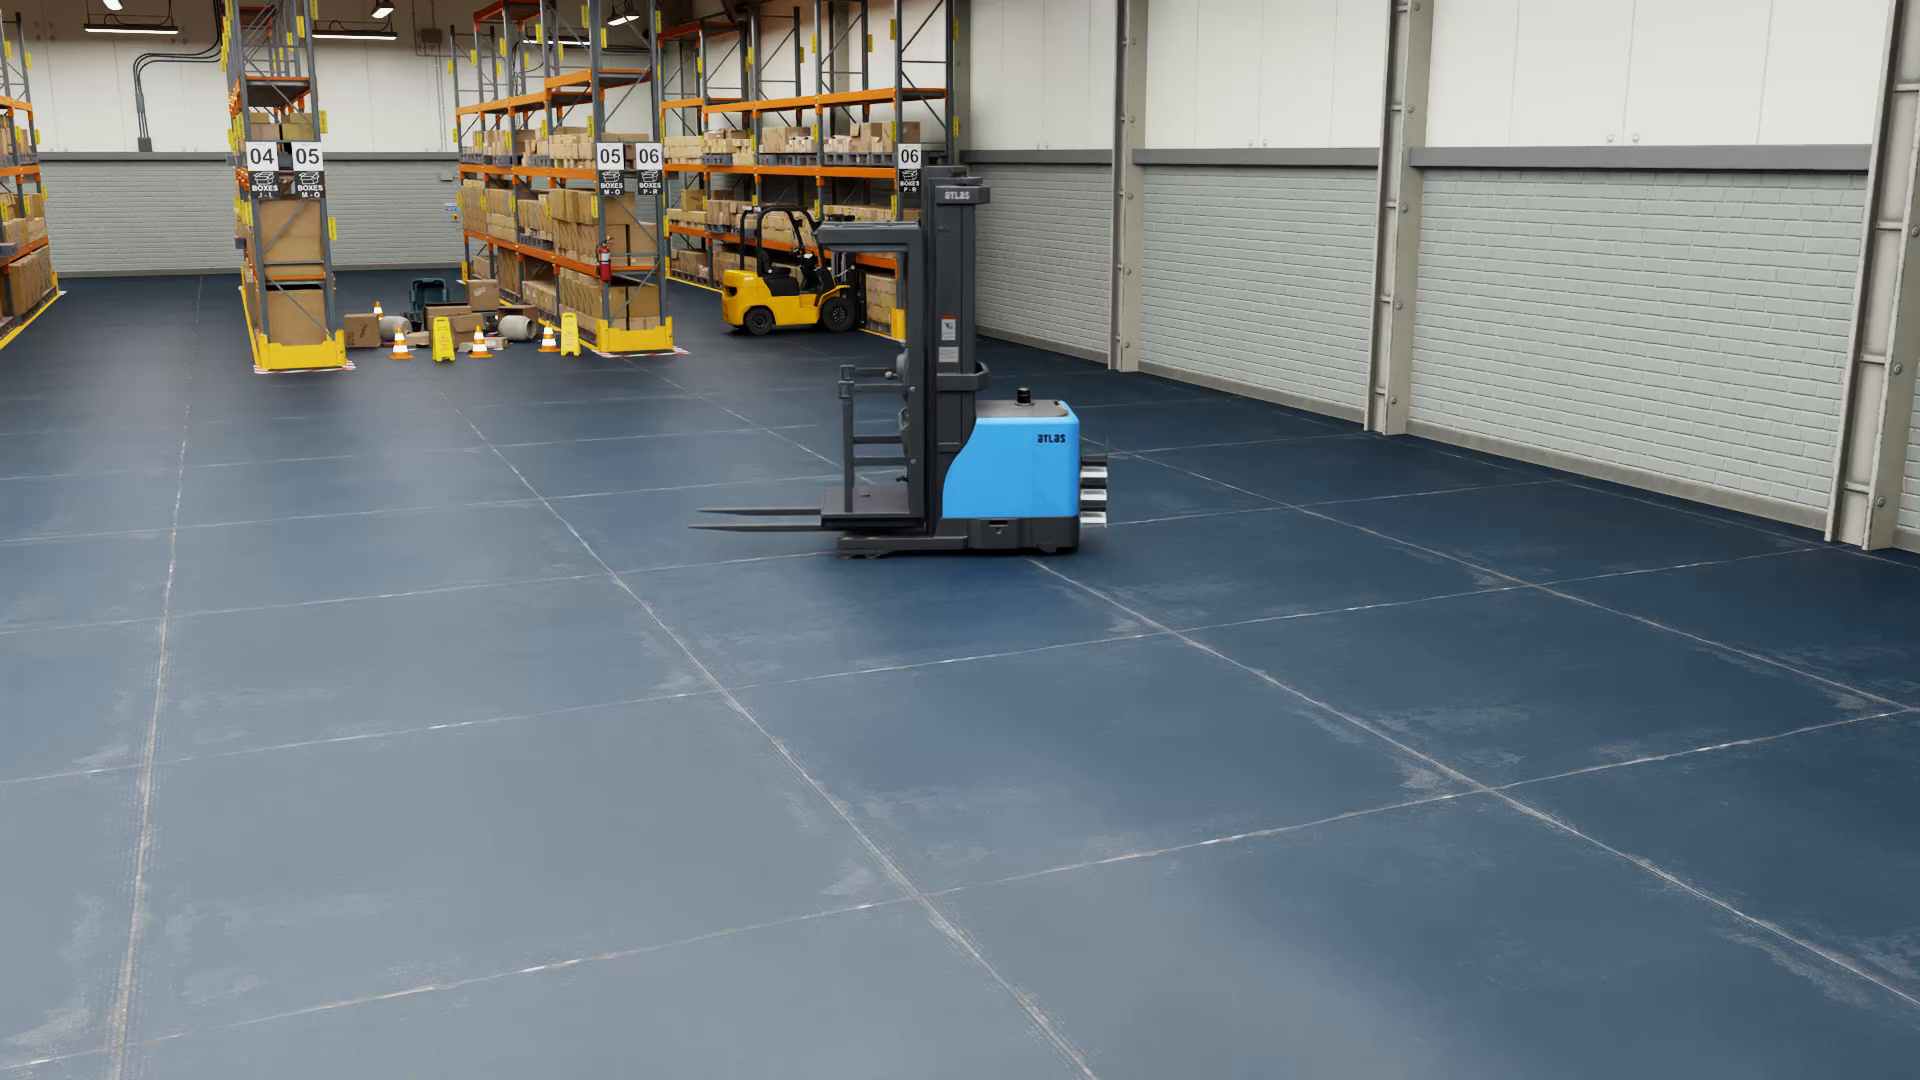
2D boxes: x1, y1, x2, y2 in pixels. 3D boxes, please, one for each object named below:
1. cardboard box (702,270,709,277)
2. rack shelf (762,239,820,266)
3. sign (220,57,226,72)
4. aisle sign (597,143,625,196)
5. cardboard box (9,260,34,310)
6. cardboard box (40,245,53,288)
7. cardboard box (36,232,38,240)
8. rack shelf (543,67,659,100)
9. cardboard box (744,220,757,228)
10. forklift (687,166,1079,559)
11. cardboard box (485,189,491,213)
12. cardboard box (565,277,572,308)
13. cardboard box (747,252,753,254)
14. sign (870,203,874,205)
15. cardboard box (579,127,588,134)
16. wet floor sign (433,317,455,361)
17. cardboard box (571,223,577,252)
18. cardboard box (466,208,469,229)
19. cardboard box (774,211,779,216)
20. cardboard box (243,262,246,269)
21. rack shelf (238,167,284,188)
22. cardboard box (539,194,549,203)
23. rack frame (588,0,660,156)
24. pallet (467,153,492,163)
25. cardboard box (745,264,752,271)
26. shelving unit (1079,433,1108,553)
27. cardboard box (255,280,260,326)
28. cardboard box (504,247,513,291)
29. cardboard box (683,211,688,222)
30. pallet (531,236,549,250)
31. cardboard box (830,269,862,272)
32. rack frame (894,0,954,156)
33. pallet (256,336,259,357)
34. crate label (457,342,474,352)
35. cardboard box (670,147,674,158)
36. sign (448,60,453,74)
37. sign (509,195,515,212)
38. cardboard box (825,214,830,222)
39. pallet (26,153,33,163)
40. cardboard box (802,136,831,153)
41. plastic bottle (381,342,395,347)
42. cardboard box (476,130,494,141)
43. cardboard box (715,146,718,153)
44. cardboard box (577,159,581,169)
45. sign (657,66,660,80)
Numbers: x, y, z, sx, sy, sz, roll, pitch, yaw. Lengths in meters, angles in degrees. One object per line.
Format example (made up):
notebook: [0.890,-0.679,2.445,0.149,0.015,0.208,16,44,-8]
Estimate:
cardboard box: [-5.888,-6.313,39.384,0.380,0.149,0.250,-6,14,-25]
rack shelf: [-2.992,-5.818,33.452,1.077,0.370,4.000,-6,14,-23]
sign: [-16.537,-10.685,37.333,0.100,0.325,0.005,-6,14,-23]
aisle sign: [-5.376,-5.708,25.613,0.394,0.787,0.004,-6,14,-23]
cardboard box: [-18.028,-4.737,30.963,1.225,0.875,0.875,-6,14,-23]
cardboard box: [-20.295,-5.935,36.142,0.875,0.875,0.875,-6,14,-23]
cardboard box: [-19.356,-6.301,34.498,0.380,0.149,0.250,-5,14,-22]
rack shelf: [-5.937,-7.464,27.265,1.077,0.370,4.000,-6,14,-23]
cardboard box: [-4.408,-6.765,35.574,0.380,0.149,0.250,-5,14,-22]
forklift: [-0.613,-1.405,12.939,3.031,2.935,1.130,-1,13,-3]
cardboard box: [-10.030,-7.378,36.157,0.500,0.500,0.500,-5,14,-22]
cardboard box: [-6.524,-4.281,28.718,0.500,0.500,0.500,-5,14,-21]
cardboard box: [-4.642,-6.507,38.008,0.380,0.149,0.250,-6,14,-26]
sign: [-1.683,-6.266,31.697,0.100,0.325,0.005,-6,14,-23]
cardboard box: [-6.813,-7.402,30.339,0.500,0.250,0.500,-6,14,-24]
wet floor sign: [-7.805,-3.038,25.065,0.267,0.644,0.232,-9,16,-33]
cardboard box: [-6.185,-5.075,27.763,0.500,0.500,0.500,-5,14,-22]
cardboard box: [-11.387,-7.607,39.365,0.500,0.500,0.500,-6,14,-24]
cardboard box: [-3.585,-6.696,33.987,0.380,0.149,0.250,-5,14,-22]
cardboard box: [-15.937,-6.175,37.468,0.380,0.149,0.250,-6,14,-23]
rack shelf: [-12.034,-6.363,29.151,1.077,0.370,4.000,-6,14,-23]
cardboard box: [-7.549,-6.291,30.649,0.380,0.149,0.250,-6,14,-25]
rack frame: [-5.135,-7.403,25.398,1.000,3.000,0.127,-6,14,-23]
pallet: [-10.745,-8.799,38.280,1.003,0.211,1.213,-6,14,-23]
cardboard box: [-4.351,-5.741,36.135,0.500,0.500,0.500,-6,14,-24]
shelving unit: [1.040,-0.369,12.970,0.210,0.900,0.258,1,13,3]
cardboard box: [-10.680,-3.686,26.423,0.875,0.875,0.875,-6,14,-23]
cardboard box: [-9.252,-5.822,35.653,0.875,0.875,0.875,-5,14,-21]
cardboard box: [-6.431,-7.876,40.421,0.500,0.250,0.500,-6,14,-24]
pallet: [-7.510,-5.634,31.486,1.003,0.211,1.213,-6,14,-23]
cardboard box: [-2.089,-4.873,30.721,0.500,0.250,0.500,-6,14,-23]
rack frame: [-0.589,-7.852,27.338,1.000,3.000,0.127,-6,14,-23]
pallet: [-10.507,-3.063,26.138,1.003,0.211,1.213,-6,14,-23]
crate label: [-7.742,-3.044,26.219,0.298,0.136,0.250,9,16,35]
cardboard box: [-6.848,-9.548,40.994,0.500,0.250,0.500,-5,14,-22]
sign: [-12.056,-11.192,39.347,0.100,0.325,0.005,-6,14,-23]
sign: [-8.847,-6.646,32.866,0.100,0.325,0.005,-6,14,-23]
cardboard box: [-2.305,-6.031,31.114,0.380,0.149,0.250,-6,14,-24]
pallet: [-19.826,-7.904,34.413,1.003,0.211,1.213,-6,14,-23]
cardboard box: [-2.704,-7.554,31.750,0.500,0.311,0.500,-6,14,-25]
plastic bottle: [-9.208,-3.163,26.903,0.283,0.061,0.133,-12,18,-42]
cardboard box: [-10.512,-9.000,37.569,0.797,0.503,0.637,-4,14,-19]
cardboard box: [-5.229,-8.692,37.026,0.380,0.149,0.250,-6,14,-24]
cardboard box: [-6.022,-6.135,27.128,0.380,0.149,0.250,-6,14,-25]
sign: [-7.495,-11.602,41.295,0.100,0.325,0.005,-6,14,-23]
